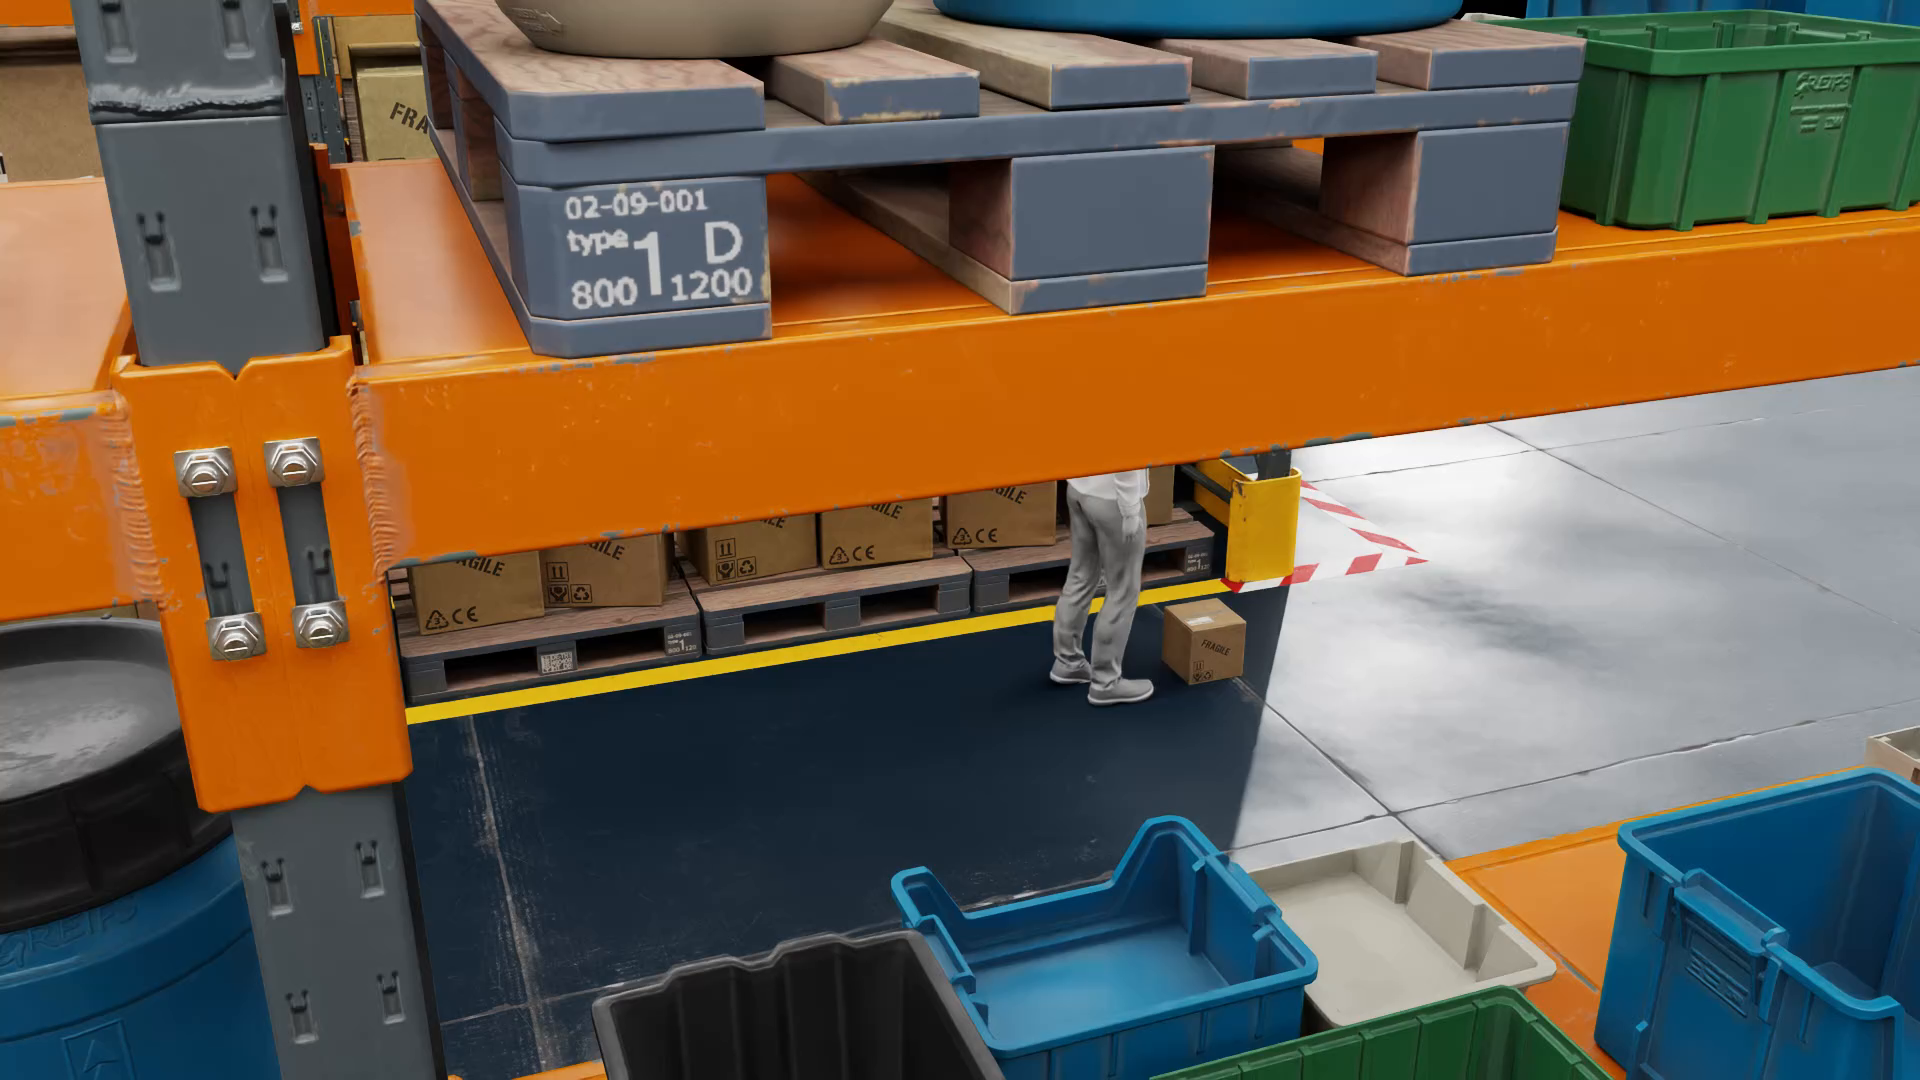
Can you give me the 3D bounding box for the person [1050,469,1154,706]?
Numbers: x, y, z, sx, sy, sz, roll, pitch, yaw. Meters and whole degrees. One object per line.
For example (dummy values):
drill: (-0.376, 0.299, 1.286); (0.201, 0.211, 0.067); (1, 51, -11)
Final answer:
person: (0.572, -0.165, 6.489); (0.359, 1.700, 0.465); (-8, 24, -19)
